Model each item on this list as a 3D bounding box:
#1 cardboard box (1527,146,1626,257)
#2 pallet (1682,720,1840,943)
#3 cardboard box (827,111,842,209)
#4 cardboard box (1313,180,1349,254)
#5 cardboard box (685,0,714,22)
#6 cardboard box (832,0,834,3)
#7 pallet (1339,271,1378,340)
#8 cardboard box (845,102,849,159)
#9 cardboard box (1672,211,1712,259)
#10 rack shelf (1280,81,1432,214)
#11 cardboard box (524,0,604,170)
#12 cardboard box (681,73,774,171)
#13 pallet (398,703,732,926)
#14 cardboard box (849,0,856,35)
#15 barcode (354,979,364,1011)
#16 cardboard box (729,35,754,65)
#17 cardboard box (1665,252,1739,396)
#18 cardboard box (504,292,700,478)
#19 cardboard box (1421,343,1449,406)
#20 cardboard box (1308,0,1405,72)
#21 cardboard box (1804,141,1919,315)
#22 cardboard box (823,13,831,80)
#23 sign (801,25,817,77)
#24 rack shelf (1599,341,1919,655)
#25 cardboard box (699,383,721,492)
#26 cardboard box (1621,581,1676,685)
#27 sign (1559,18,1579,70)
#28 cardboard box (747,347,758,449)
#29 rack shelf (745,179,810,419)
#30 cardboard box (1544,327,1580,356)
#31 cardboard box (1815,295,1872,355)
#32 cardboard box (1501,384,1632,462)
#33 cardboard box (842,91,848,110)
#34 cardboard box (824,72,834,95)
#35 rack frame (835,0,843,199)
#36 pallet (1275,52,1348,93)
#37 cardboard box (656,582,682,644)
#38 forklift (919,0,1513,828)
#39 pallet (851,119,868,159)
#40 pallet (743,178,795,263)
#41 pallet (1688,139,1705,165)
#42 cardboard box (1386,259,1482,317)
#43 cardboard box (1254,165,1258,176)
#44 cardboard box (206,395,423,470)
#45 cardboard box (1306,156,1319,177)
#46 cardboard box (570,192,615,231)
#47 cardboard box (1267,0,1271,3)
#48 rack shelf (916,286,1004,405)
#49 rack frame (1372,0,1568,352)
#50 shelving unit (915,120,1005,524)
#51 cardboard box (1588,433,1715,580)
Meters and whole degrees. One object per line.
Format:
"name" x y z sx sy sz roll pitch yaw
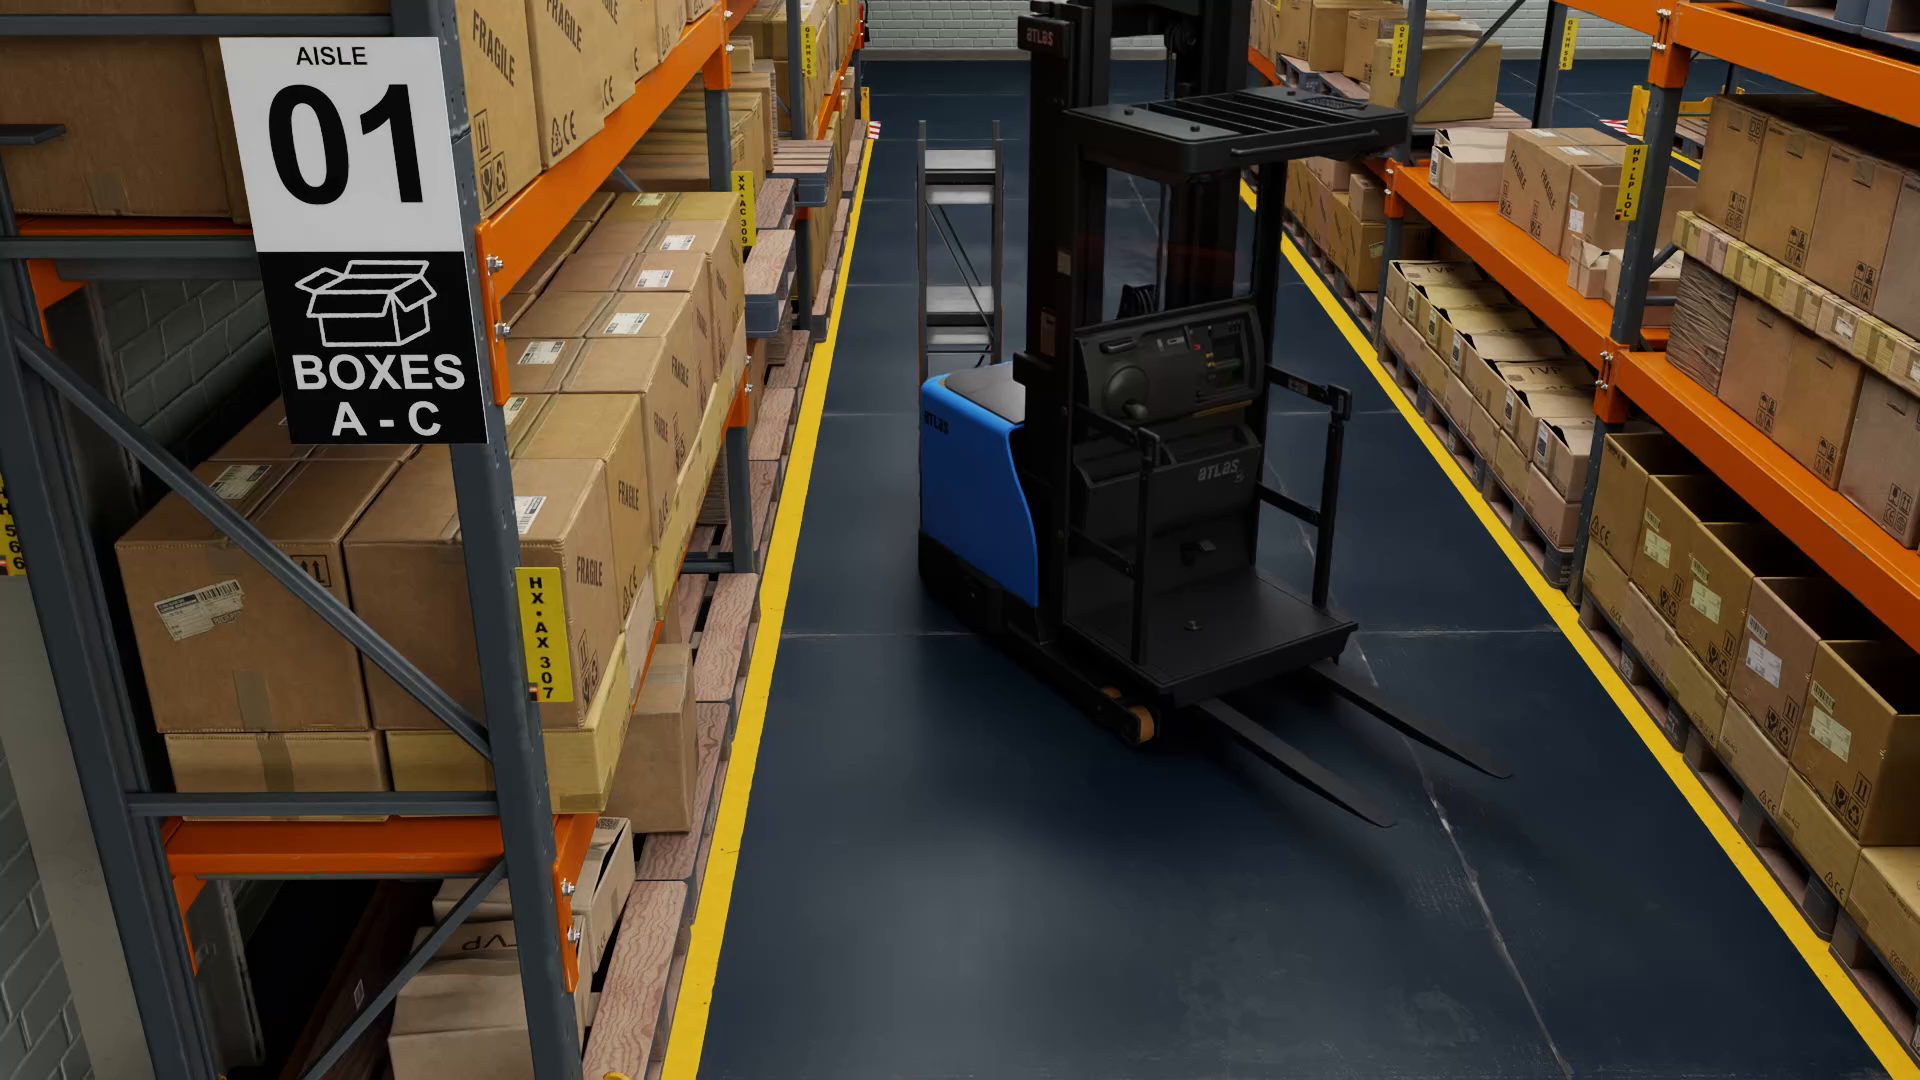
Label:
"cardboard box" 3.461 -1.853 9.086 0.500 0.500 0.500 0 24 0
"pallet" 3.448 1.035 6.206 1.003 0.211 1.213 0 24 -1
"cardboard box" -1.439 -3.285 14.472 0.750 0.750 0.750 0 24 0
"cardboard box" 3.159 -2.591 13.338 0.500 0.500 0.500 -1 24 -3
"cardboard box" -1.236 -2.257 6.315 0.500 0.500 0.500 0 24 1
"cardboard box" -1.315 -4.681 14.043 0.500 0.250 0.500 0 24 1
"pallet" 3.451 -1.753 12.370 1.003 0.211 1.213 0 24 -1
"cardboard box" -1.487 -4.120 16.743 0.700 0.500 0.500 0 24 1
"cardboard box" 3.274 -1.297 7.069 0.380 0.149 0.250 0 24 -1
"rack shelf" 3.399 -3.212 13.085 1.077 0.370 4.000 0 24 -1
"cardboard box" -1.169 -1.177 3.927 0.500 0.500 0.500 1 24 3
"cardboard box" -1.484 -2.514 10.014 0.700 0.500 0.500 -3 24 -6
"pallet" -1.430 1.007 6.266 1.003 0.211 1.213 0 24 -1
"cardboard box" -1.585 -5.615 17.162 0.980 0.700 0.700 0 24 -1
"barcode" -1.763 1.334 4.879 0.001 0.075 0.075 0 24 -1
"cardboard box" -1.499 -3.091 10.503 0.380 0.149 0.250 -3 25 -7
"cardboard box" 3.476 -0.930 7.045 0.700 0.500 0.500 -1 24 -2
"cardboard box" -1.162 -0.505 5.475 0.500 0.500 0.500 0 24 1
"cardboard box" 3.151 -1.016 10.183 0.500 0.250 0.500 -1 24 -2
"cardboard box" 3.230 -4.122 13.592 0.700 0.500 0.500 4 25 8
"cardboard box" 3.487 -1.107 5.861 0.700 0.500 0.500 0 24 -1
"cardboard box" -1.306 -3.924 13.280 0.500 0.500 0.500 0 24 0
"sign" -0.990 -3.190 10.854 0.100 0.325 0.005 0 24 -1
"rack shelf" 3.487 0.084 5.796 1.077 0.370 4.000 0 24 -1
"cardboard box" -1.162 -0.378 6.104 0.500 0.250 0.500 0 24 -1
"cardboard box" 3.167 0.392 7.069 0.500 0.250 0.500 0 24 -1
"sign" 3.976 -3.247 10.885 0.100 0.325 0.005 0 24 -1
"cardboard box" -1.534 -0.832 9.448 0.700 0.500 0.500 0 24 0
"rack shelf" -1.510 -1.540 9.388 1.077 0.370 4.000 0 24 -1
"cardboard box" 3.691 -1.066 9.614 0.500 0.311 0.500 0 24 1
"cardboard box" 3.292 -0.766 5.895 0.380 0.149 0.250 -1 24 -2
"cardboard box" 3.162 -0.641 8.675 0.500 0.311 0.500 0 24 1
"cardboard box" -1.309 -4.354 16.473 0.380 0.149 0.250 -1 24 -2
"cardboard box" -1.243 -3.777 13.743 0.380 0.149 0.250 0 24 -1
"rack frame" -1.576 -4.340 14.706 1.000 3.000 0.127 0 24 -1
"pallet" 3.277 -3.947 14.069 1.003 0.211 1.213 0 24 -1
"cardboard box" -1.437 0.322 6.897 0.500 0.500 0.500 -2 24 -5
"forklift" 1.003 -0.708 6.758 1.130 2.935 3.031 -14 28 -29
"pallet" -1.533 -4.389 18.198 1.003 0.211 1.213 0 24 -1
"pallet" -1.470 -1.789 9.298 1.003 0.211 1.213 0 24 -1
"pallet" 8.268 -3.921 17.163 1.003 0.211 1.213 0 24 -1
"cardboard box" 3.133 -1.693 10.999 0.500 0.311 0.500 1 24 1
"cardboard box" 3.088 -3.659 15.700 0.500 0.500 0.500 0 24 -1
"cardboard box" -1.658 -0.079 4.532 0.500 0.500 0.500 0 24 0
"cardboard box" 3.150 -3.155 13.675 0.500 0.250 0.500 0 24 0
"cardboard box" -1.692 -1.132 6.860 0.500 0.500 0.500 -1 24 -2
"cardboard box" 3.105 -5.283 15.457 0.500 0.500 0.500 -1 24 -2
"rack shelf" -0.002 -1.012 8.474 0.431 0.518 0.480 0 24 -1
"rack frame" 3.421 -2.716 11.115 1.000 3.000 0.127 0 24 -1
"shelving unit" -0.002 -1.025 8.468 0.431 2.100 0.503 0 24 -1
"cardboard box" 3.157 -0.155 7.370 0.500 0.500 0.500 0 24 -1
